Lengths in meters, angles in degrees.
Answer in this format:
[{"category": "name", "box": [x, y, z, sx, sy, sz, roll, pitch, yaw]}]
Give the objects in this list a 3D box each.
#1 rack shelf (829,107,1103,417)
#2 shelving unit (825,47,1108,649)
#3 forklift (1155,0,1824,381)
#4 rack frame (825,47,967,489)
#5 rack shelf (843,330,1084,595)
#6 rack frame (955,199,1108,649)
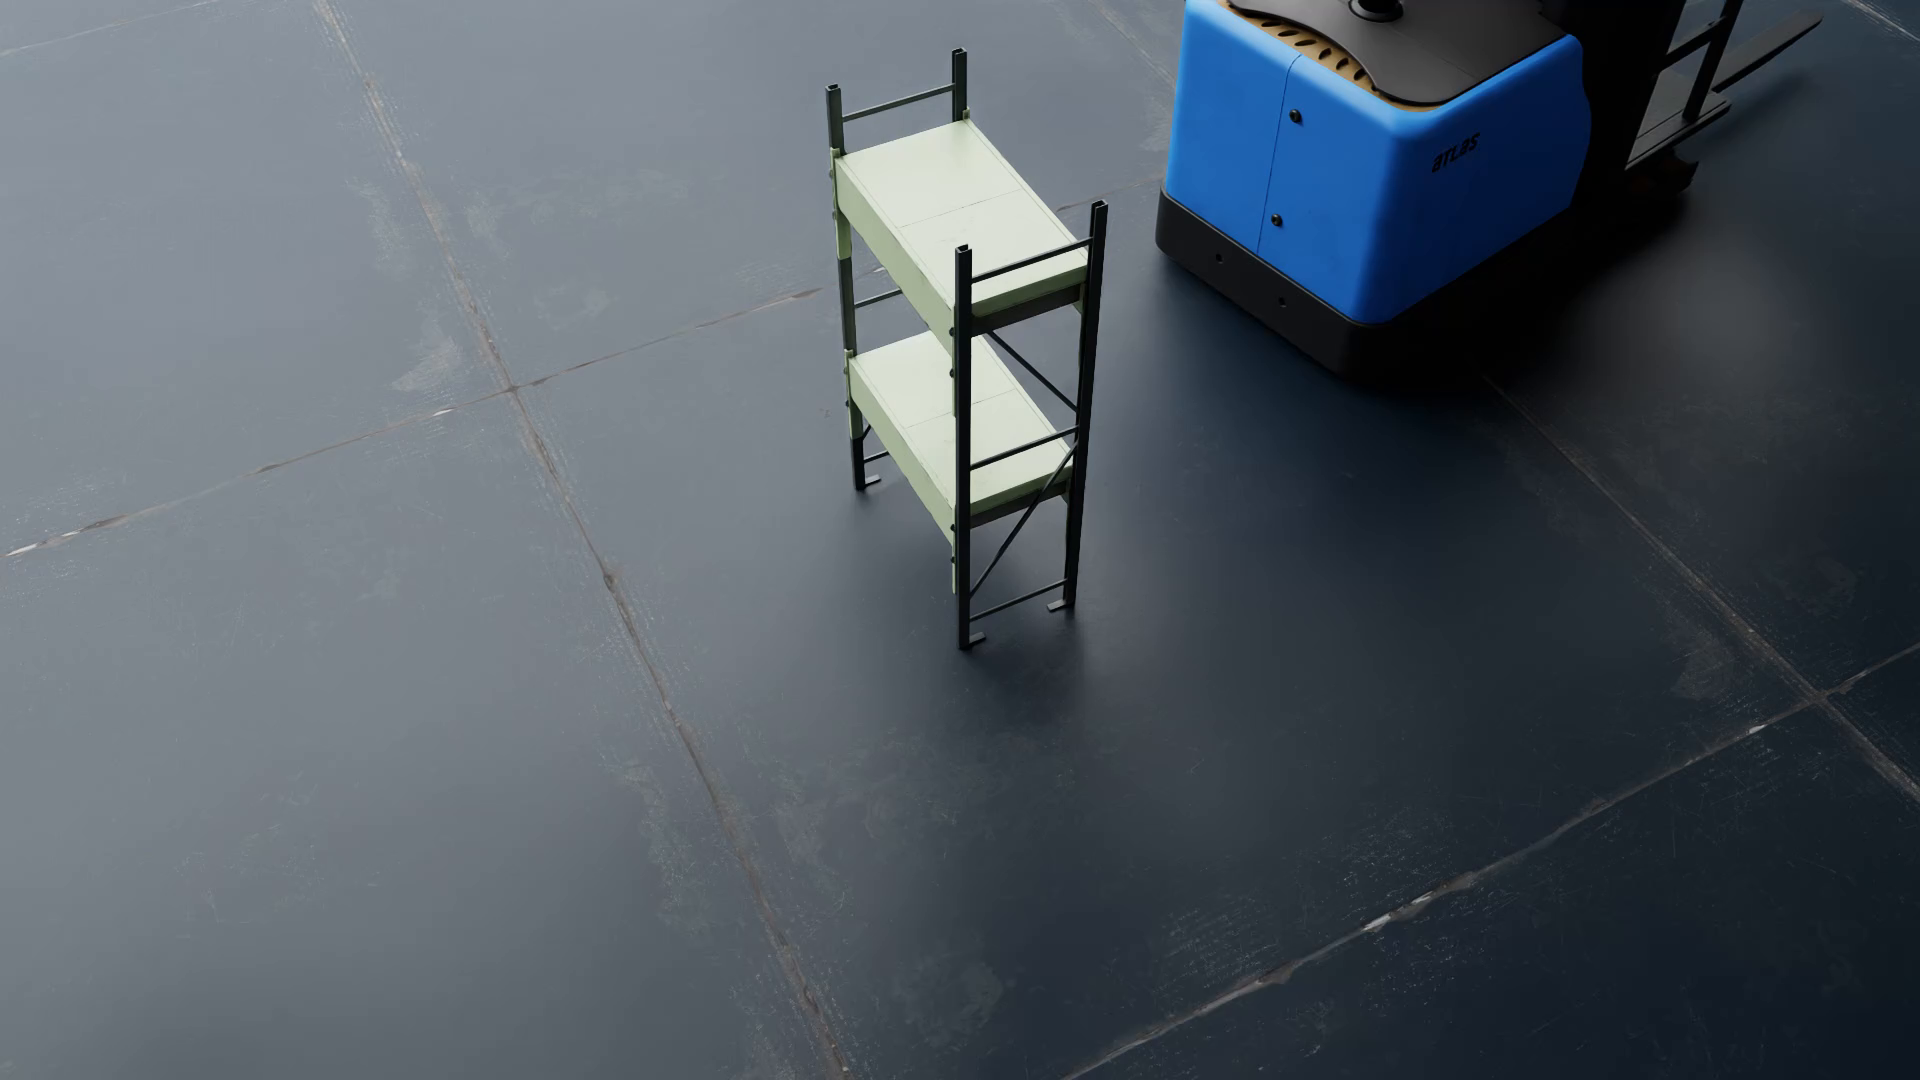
[{"category": "rack shelf", "box": [0.003, -0.746, 4.388, 0.431, 0.370, 0.720, -21, 52, -18]}, {"category": "shelving unit", "box": [0.003, -0.489, 4.682, 0.431, 1.500, 0.755, -21, 52, -18]}, {"category": "forklift", "box": [2.177, -2.451, 5.447, 3.031, 2.935, 1.130, -32, 56, -25]}, {"category": "rack frame", "box": [-0.164, -0.734, 4.896, 0.400, 1.500, 0.023, -21, 52, -18]}, {"category": "rack shelf", "box": [0.003, -0.275, 4.927, 0.431, 0.370, 0.720, -21, 52, -18]}, {"category": "rack frame", "box": [0.171, -0.244, 4.467, 0.400, 1.500, 0.023, -21, 52, -18]}]
